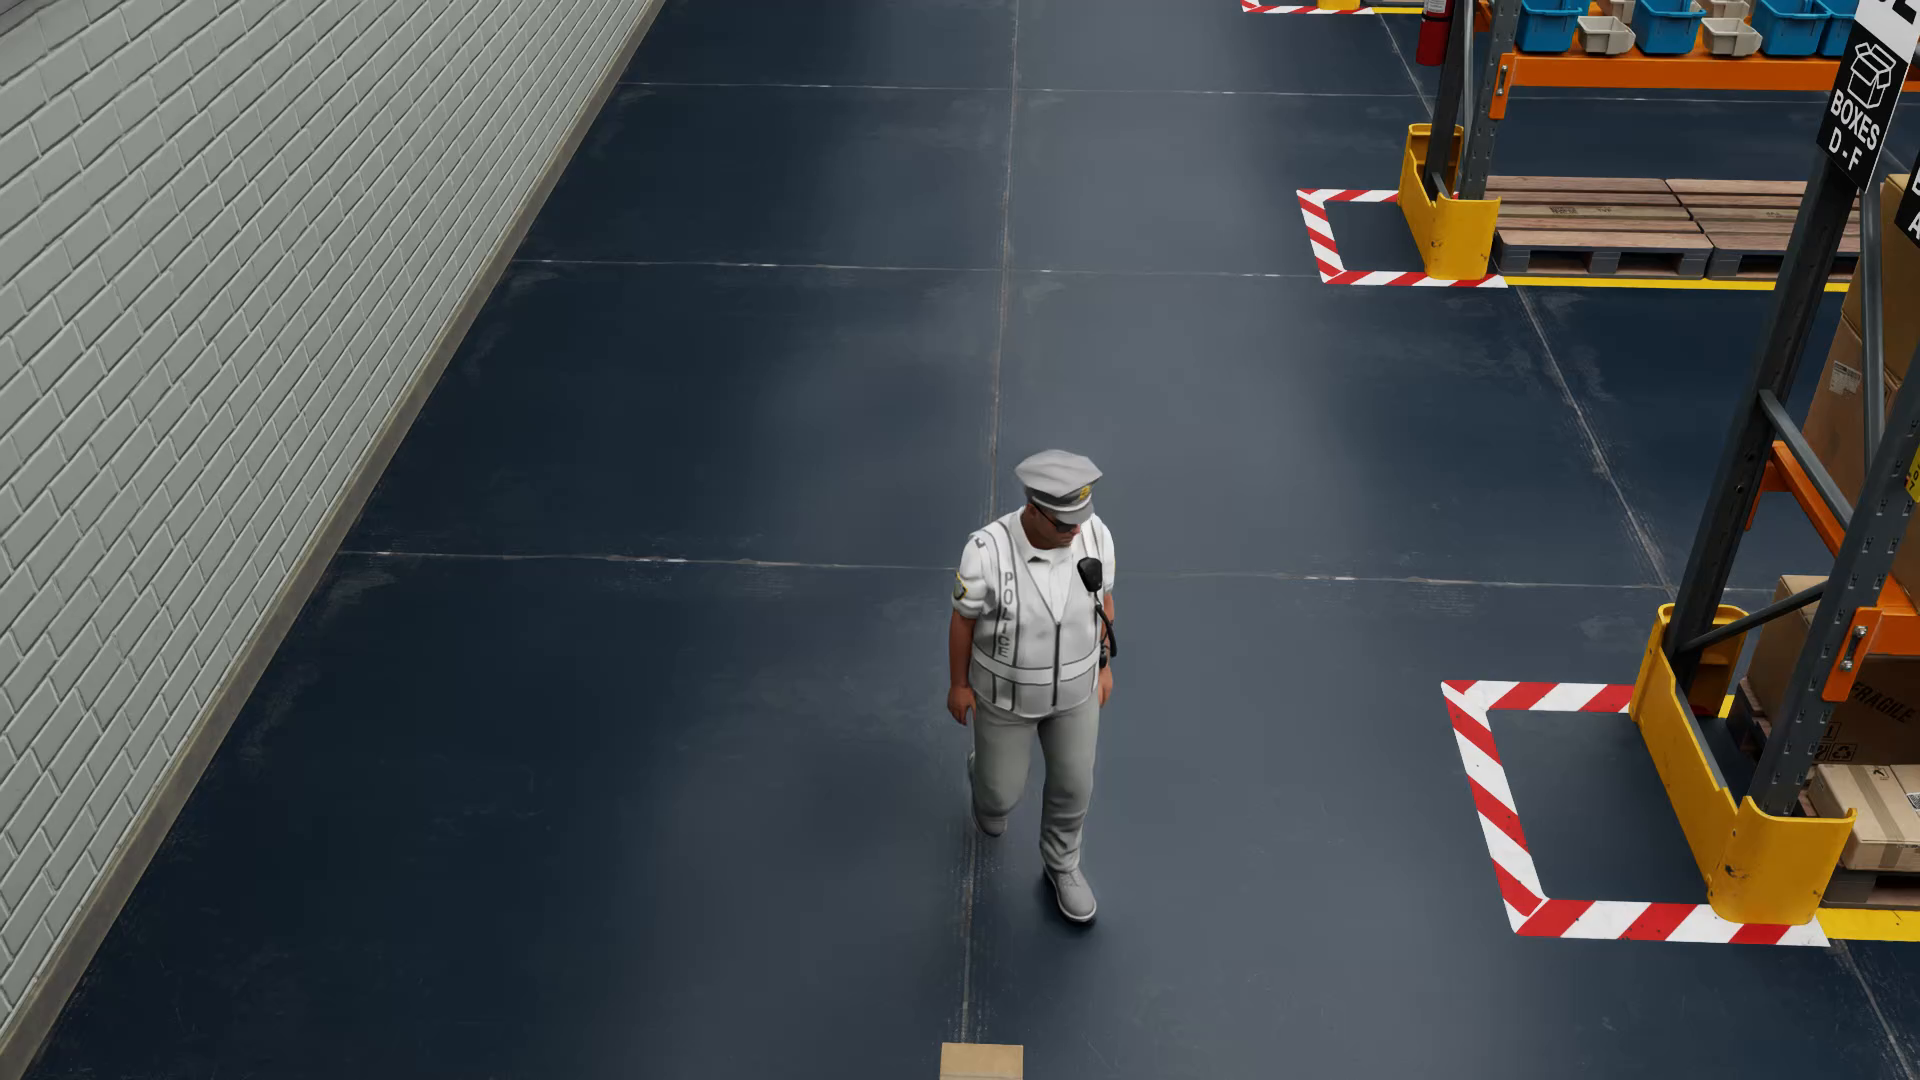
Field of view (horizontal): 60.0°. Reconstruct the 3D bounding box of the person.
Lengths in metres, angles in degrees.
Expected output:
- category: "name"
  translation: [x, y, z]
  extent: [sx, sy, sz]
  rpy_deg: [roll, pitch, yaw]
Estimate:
- category: "person"
  translation: [0.247, 0.456, 5.481]
  extent: [0.570, 1.733, 0.676]
  rpy_deg: [-10, 37, -14]
